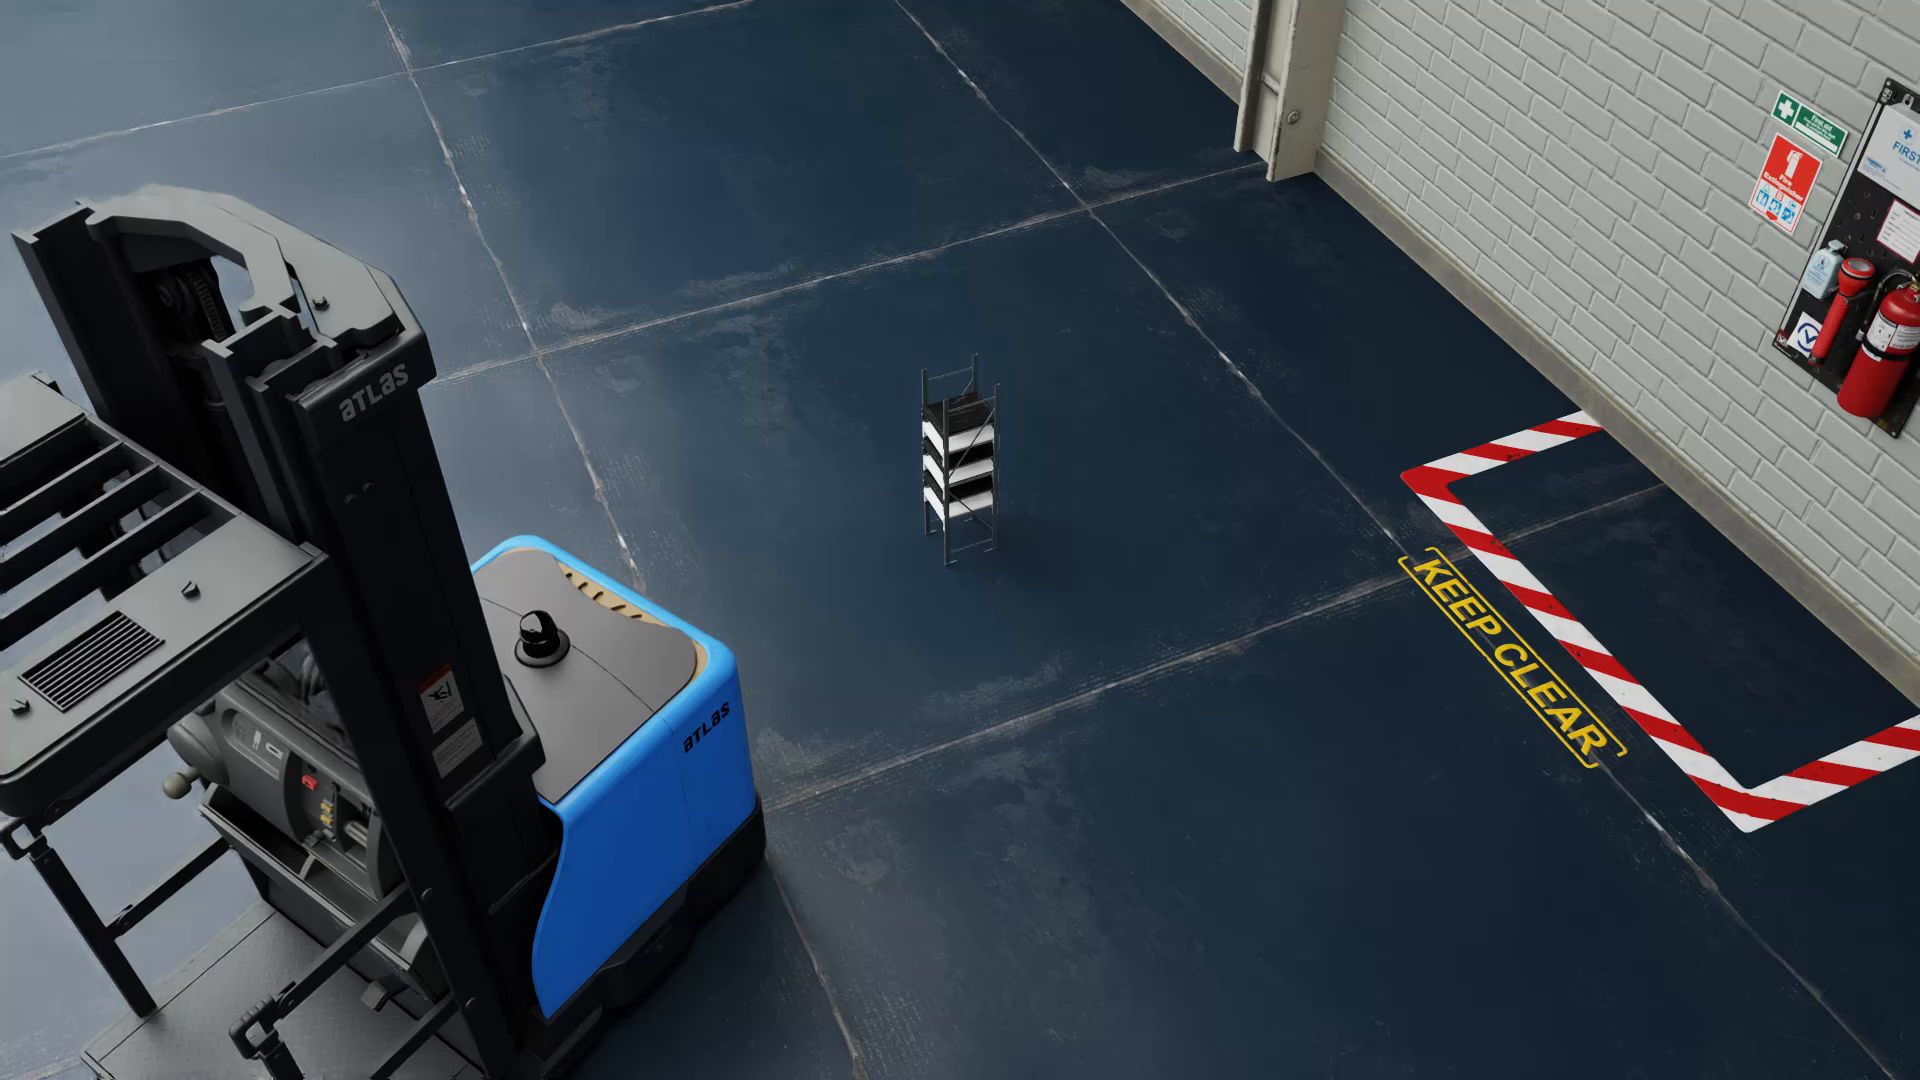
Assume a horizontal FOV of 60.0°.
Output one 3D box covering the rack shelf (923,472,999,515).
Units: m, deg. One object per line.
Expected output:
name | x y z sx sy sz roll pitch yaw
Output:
rack shelf | 0.003 -0.227 6.884 0.258 0.077 0.200 -18 47 -17

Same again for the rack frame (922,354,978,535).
rack frame | -0.039 -0.380 6.863 0.240 0.900 0.006 -18 47 -17

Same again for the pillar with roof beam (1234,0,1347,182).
pillar with roof beam | -2.147 -4.061 4.828 9.100 9.000 0.400 -18 47 -17

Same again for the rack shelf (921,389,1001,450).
rack shelf | 0.003 -0.484 6.631 0.258 0.077 0.200 -18 47 -17

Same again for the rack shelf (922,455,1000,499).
rack shelf | 0.003 -0.291 6.821 0.258 0.077 0.200 -18 47 -17

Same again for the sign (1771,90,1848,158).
sign | 3.132 -1.538 6.139 0.001 0.109 0.331 -18 47 -17

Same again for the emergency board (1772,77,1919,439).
emergency board | 3.278 -0.960 5.956 0.194 1.169 0.643 -18 47 -17

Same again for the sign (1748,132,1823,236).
sign | 3.139 -1.355 6.331 0.001 0.329 0.234 -18 47 -17

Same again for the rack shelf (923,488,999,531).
rack shelf | 0.003 -0.163 6.947 0.258 0.077 0.200 -18 47 -17

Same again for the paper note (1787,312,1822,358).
paper note | 3.266 -0.779 6.400 0.016 0.148 0.142 -18 47 -17

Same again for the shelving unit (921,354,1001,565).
shelving unit | 0.003 -0.315 6.798 0.258 0.900 0.210 -18 47 -17

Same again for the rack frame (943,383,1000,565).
rack frame | 0.046 -0.250 6.732 0.240 0.900 0.006 -18 47 -17

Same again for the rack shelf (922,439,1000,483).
rack shelf | 0.003 -0.355 6.758 0.258 0.077 0.200 -18 47 -17

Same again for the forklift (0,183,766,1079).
forklift | -1.961 0.715 4.307 1.130 2.935 3.031 27 51 25

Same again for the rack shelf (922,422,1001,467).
rack shelf | 0.003 -0.420 6.695 0.258 0.077 0.200 -18 47 -17
